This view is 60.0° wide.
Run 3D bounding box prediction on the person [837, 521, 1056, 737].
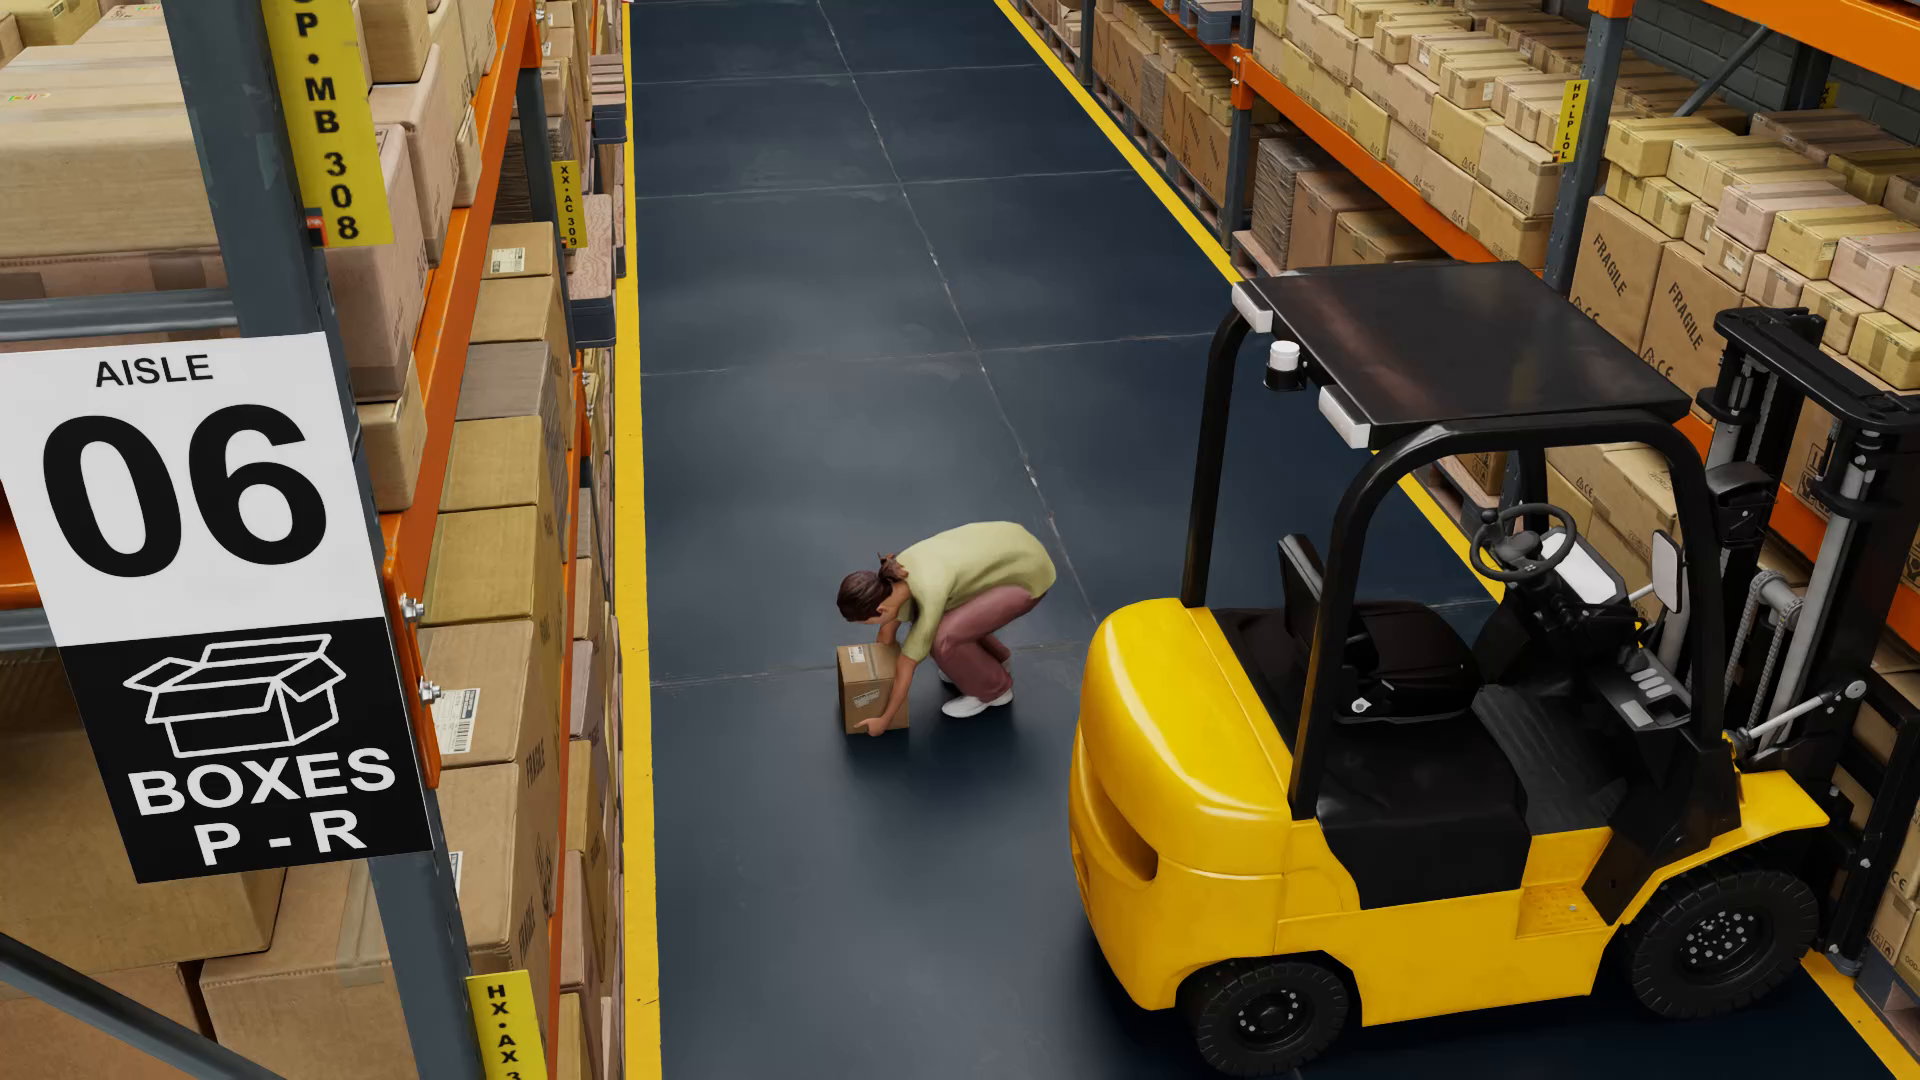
[{"bbox_3d":[-0.056,0.328,6.514,0.866,0.753,0.448,-10,32,-17],"label":"person"}]
